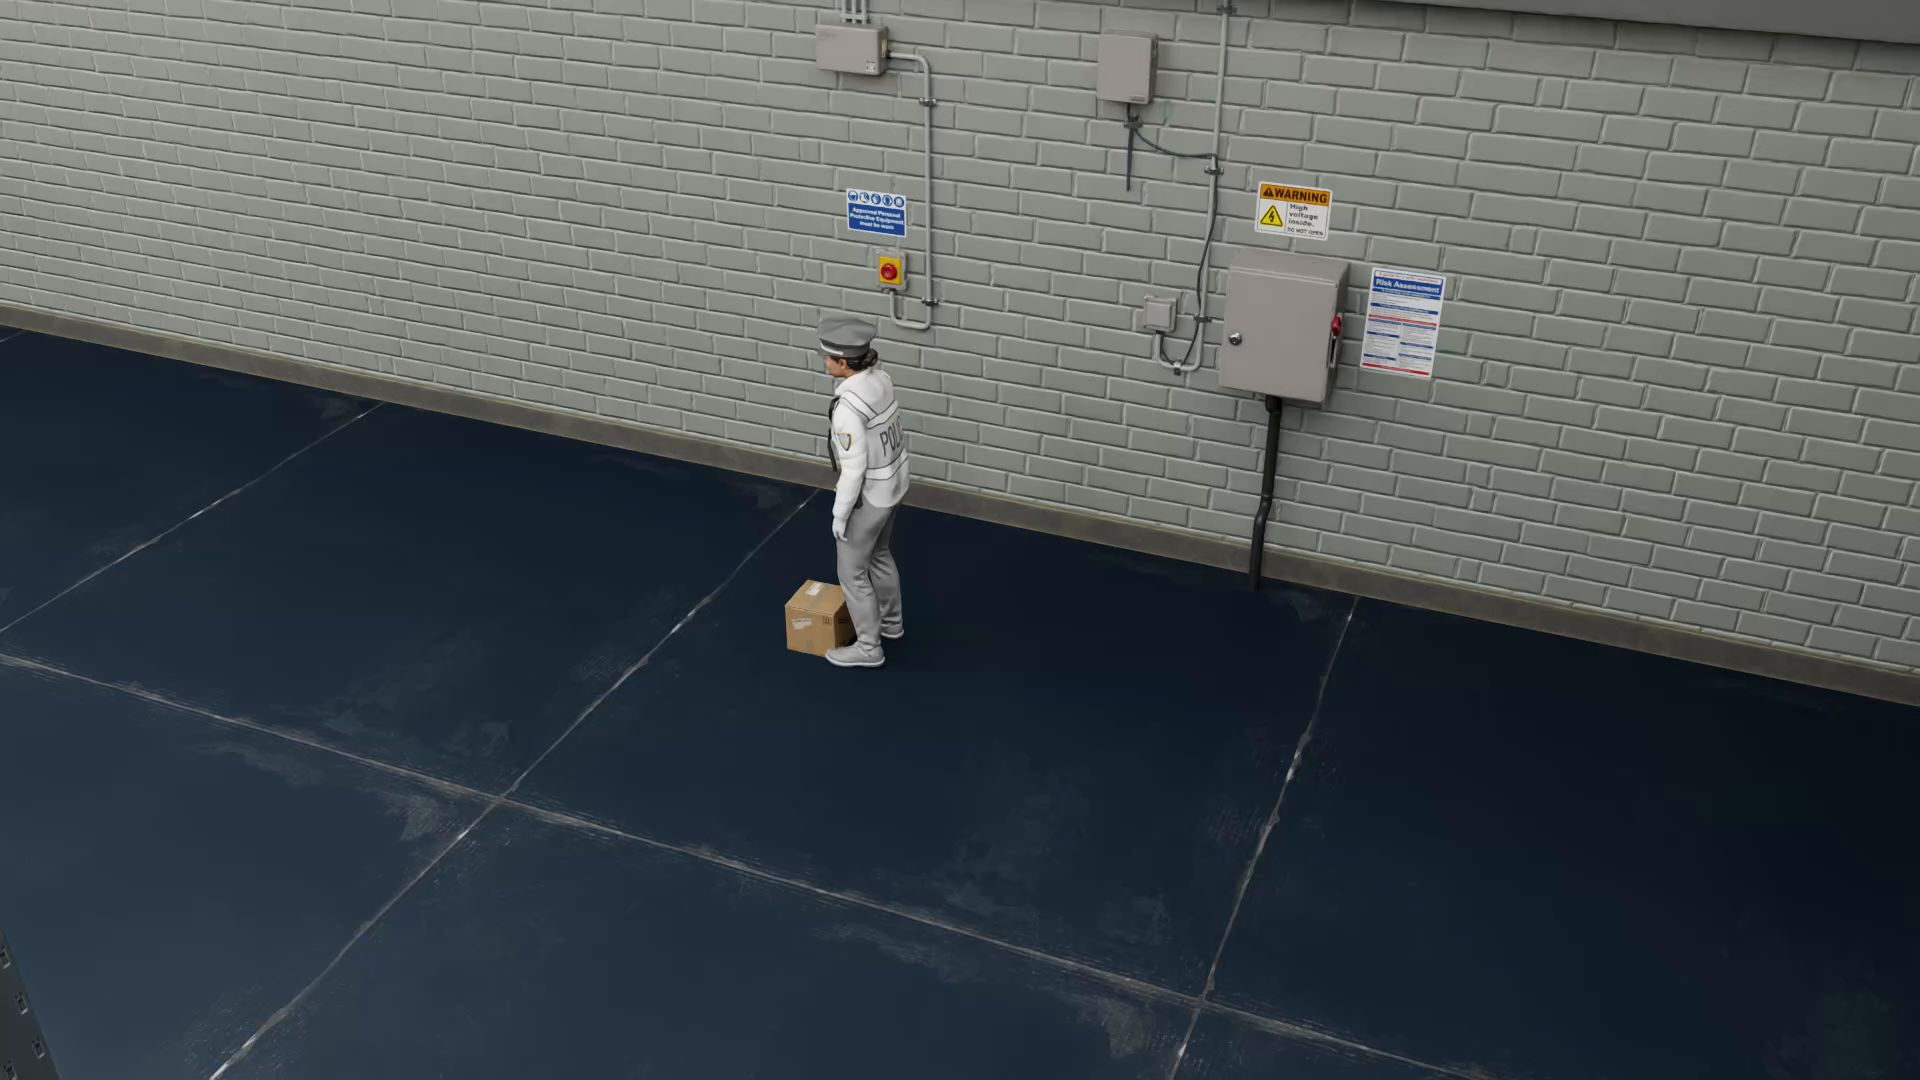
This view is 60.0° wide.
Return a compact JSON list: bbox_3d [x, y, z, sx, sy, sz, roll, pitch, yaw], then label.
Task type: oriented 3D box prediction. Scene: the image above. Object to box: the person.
[{"bbox_3d":[-0.428,-0.198,7.470,0.371,1.662,0.531,10,31,17],"label":"person"}]
